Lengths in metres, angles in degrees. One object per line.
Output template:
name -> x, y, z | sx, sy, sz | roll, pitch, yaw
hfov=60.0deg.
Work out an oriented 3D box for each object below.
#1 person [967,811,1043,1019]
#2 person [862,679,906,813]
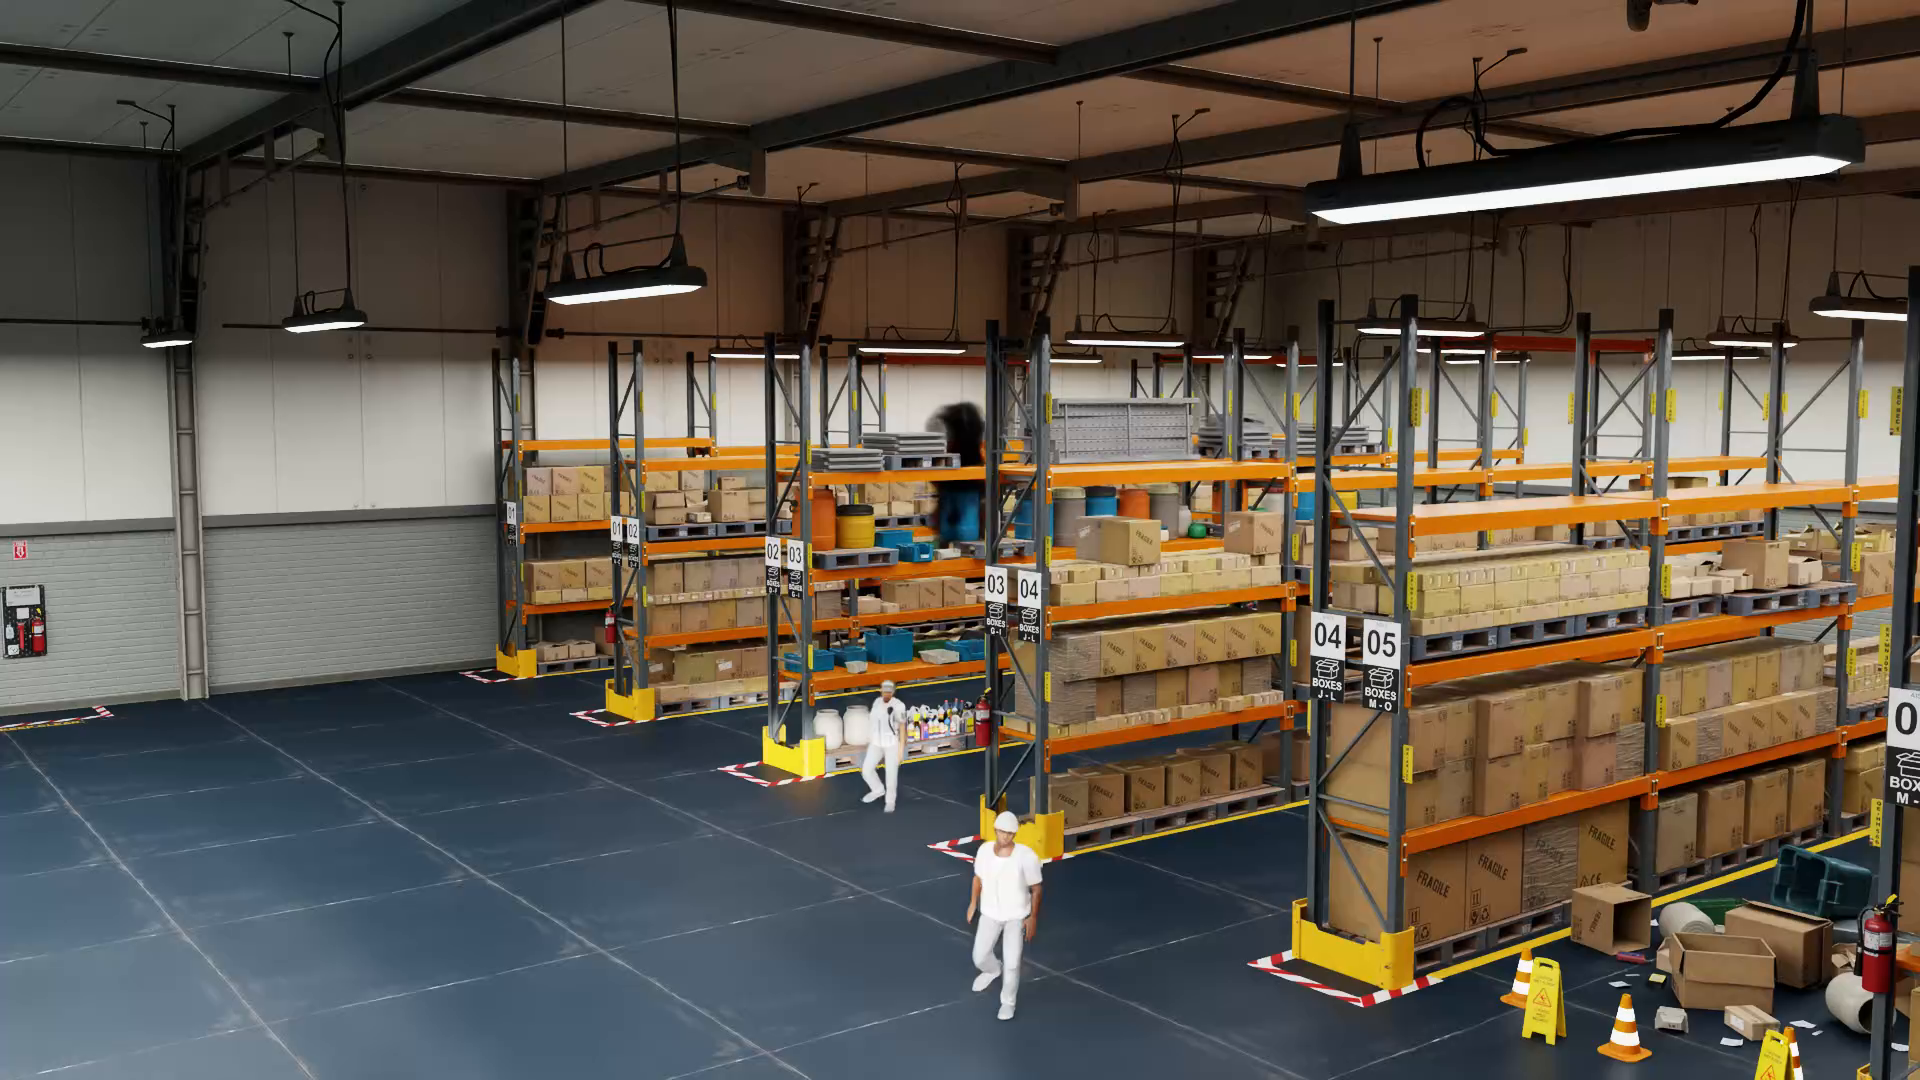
person -> 0.372, 3.085, 13.827 | 0.725, 1.726, 0.690 | 2, 5, 20
person -> -0.946, 2.543, 20.567 | 0.625, 1.681, 0.496 | 2, 5, 21
